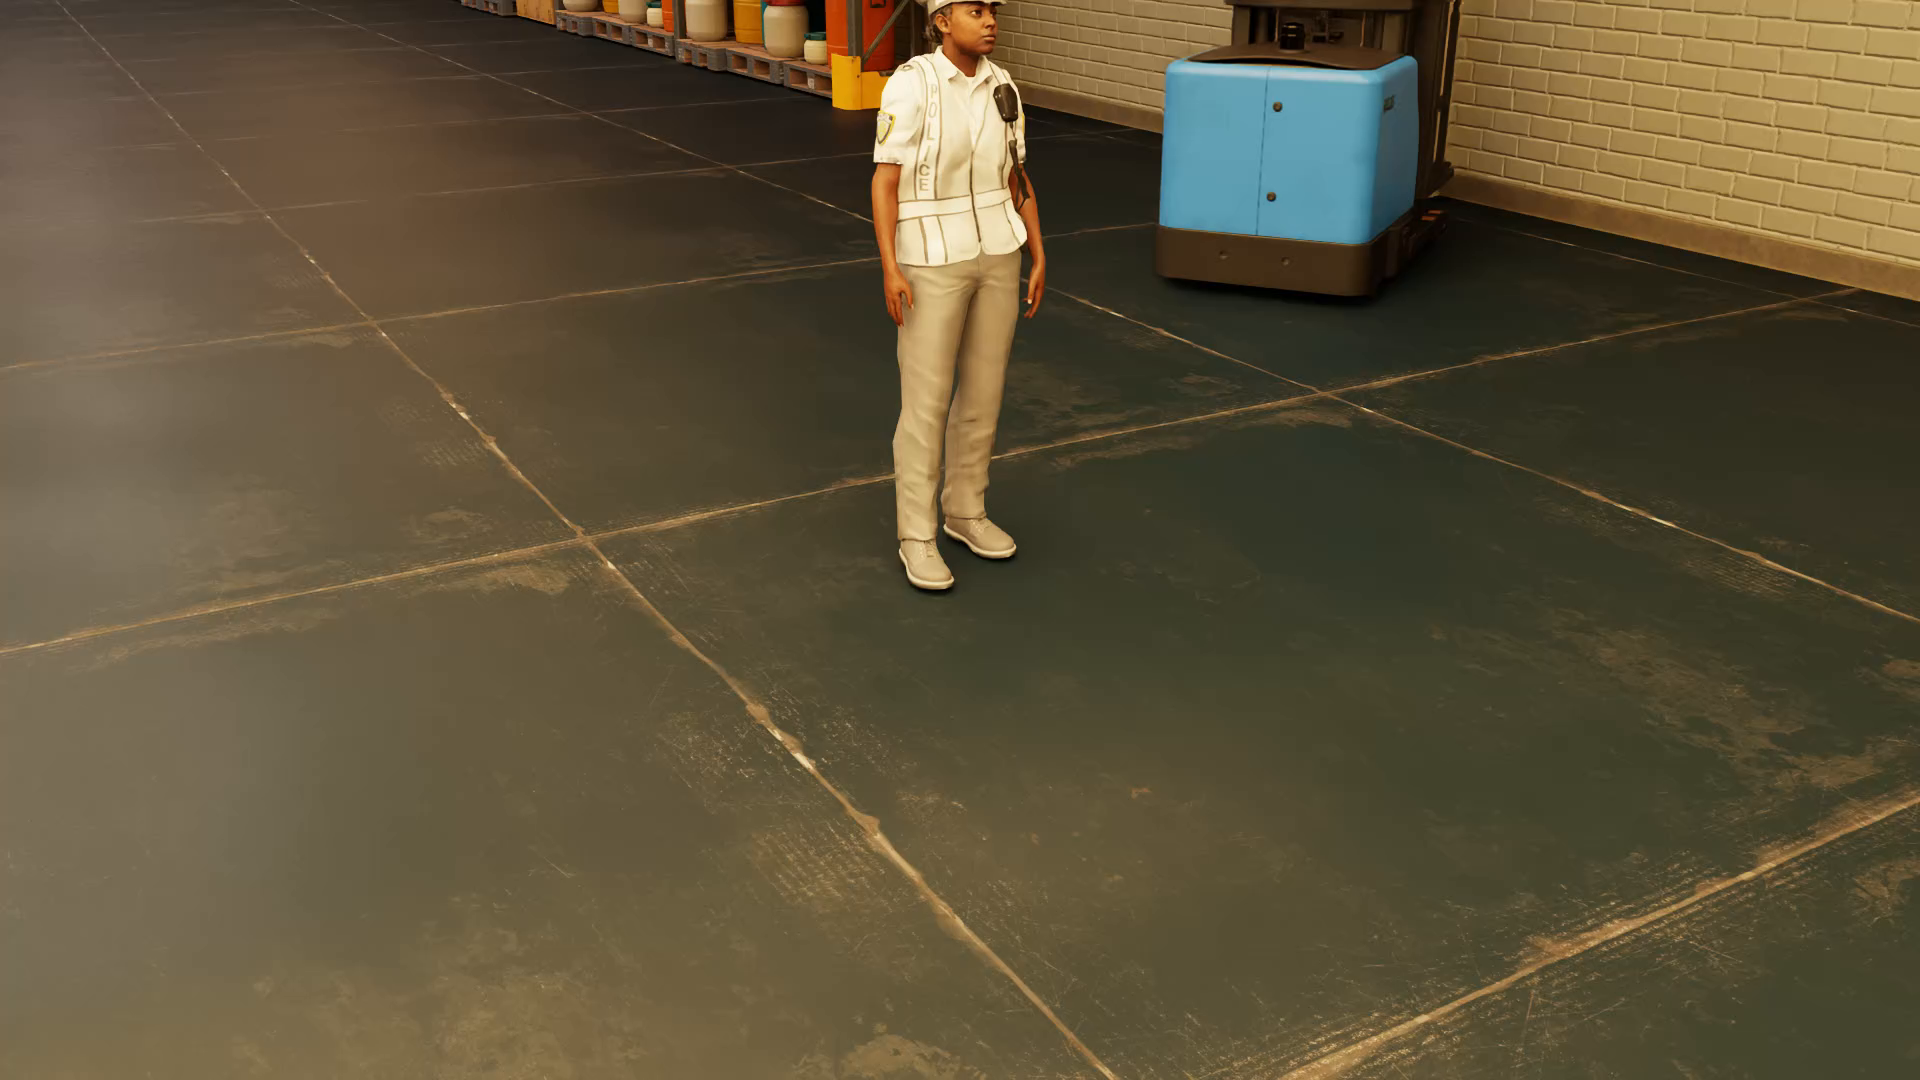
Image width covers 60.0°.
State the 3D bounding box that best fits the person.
[{"bbox_3d":[0.021,-0.763,4.741,0.570,1.697,0.528,-12,25,-28],"label":"person"}]

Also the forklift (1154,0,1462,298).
[{"bbox_3d":[2.042,-3.006,8.600,1.130,2.935,3.031,10,24,24],"label":"forklift"}]
